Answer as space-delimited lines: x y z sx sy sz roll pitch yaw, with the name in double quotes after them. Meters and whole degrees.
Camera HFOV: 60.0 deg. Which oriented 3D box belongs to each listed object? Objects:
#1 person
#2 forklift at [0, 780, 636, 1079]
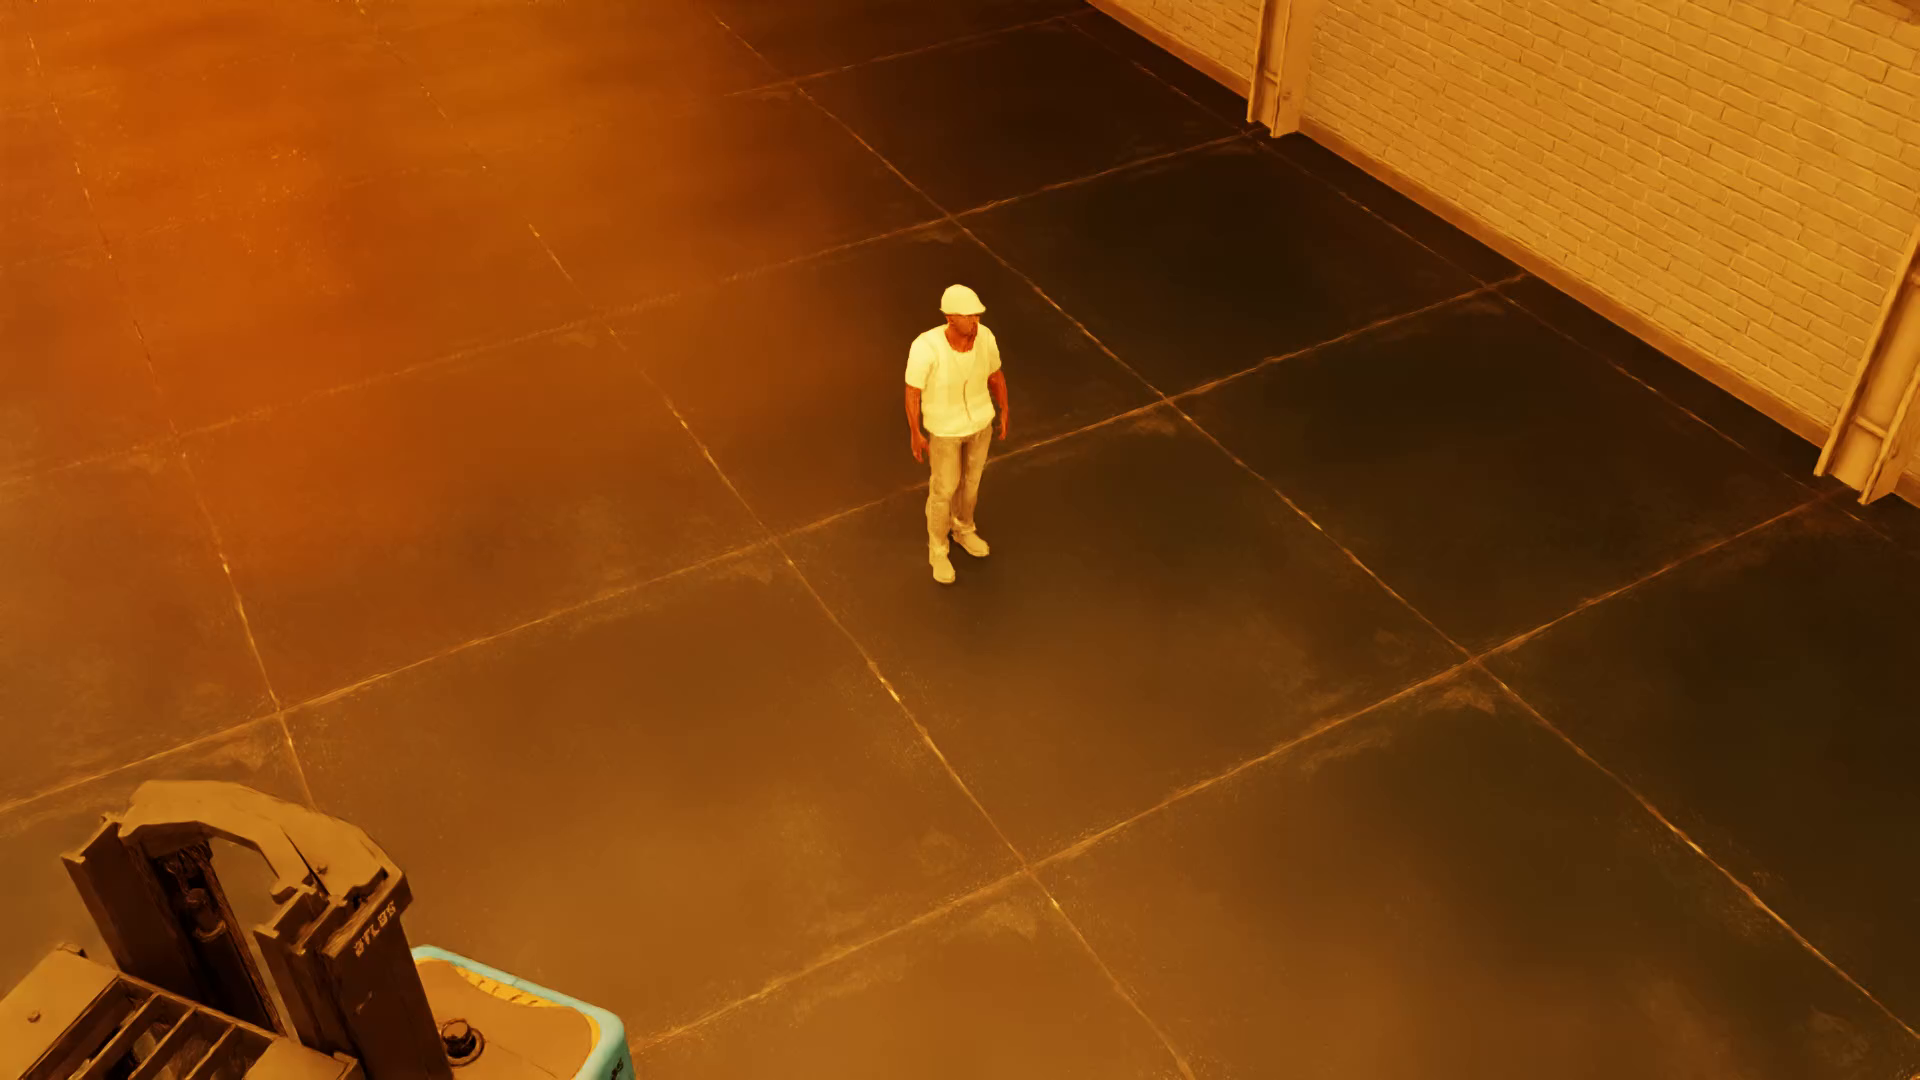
0.030 -0.642 9.717 0.665 1.760 0.575 -20 44 -23 "person"
-2.306 2.300 5.263 1.130 2.935 3.031 15 42 17 "forklift"
